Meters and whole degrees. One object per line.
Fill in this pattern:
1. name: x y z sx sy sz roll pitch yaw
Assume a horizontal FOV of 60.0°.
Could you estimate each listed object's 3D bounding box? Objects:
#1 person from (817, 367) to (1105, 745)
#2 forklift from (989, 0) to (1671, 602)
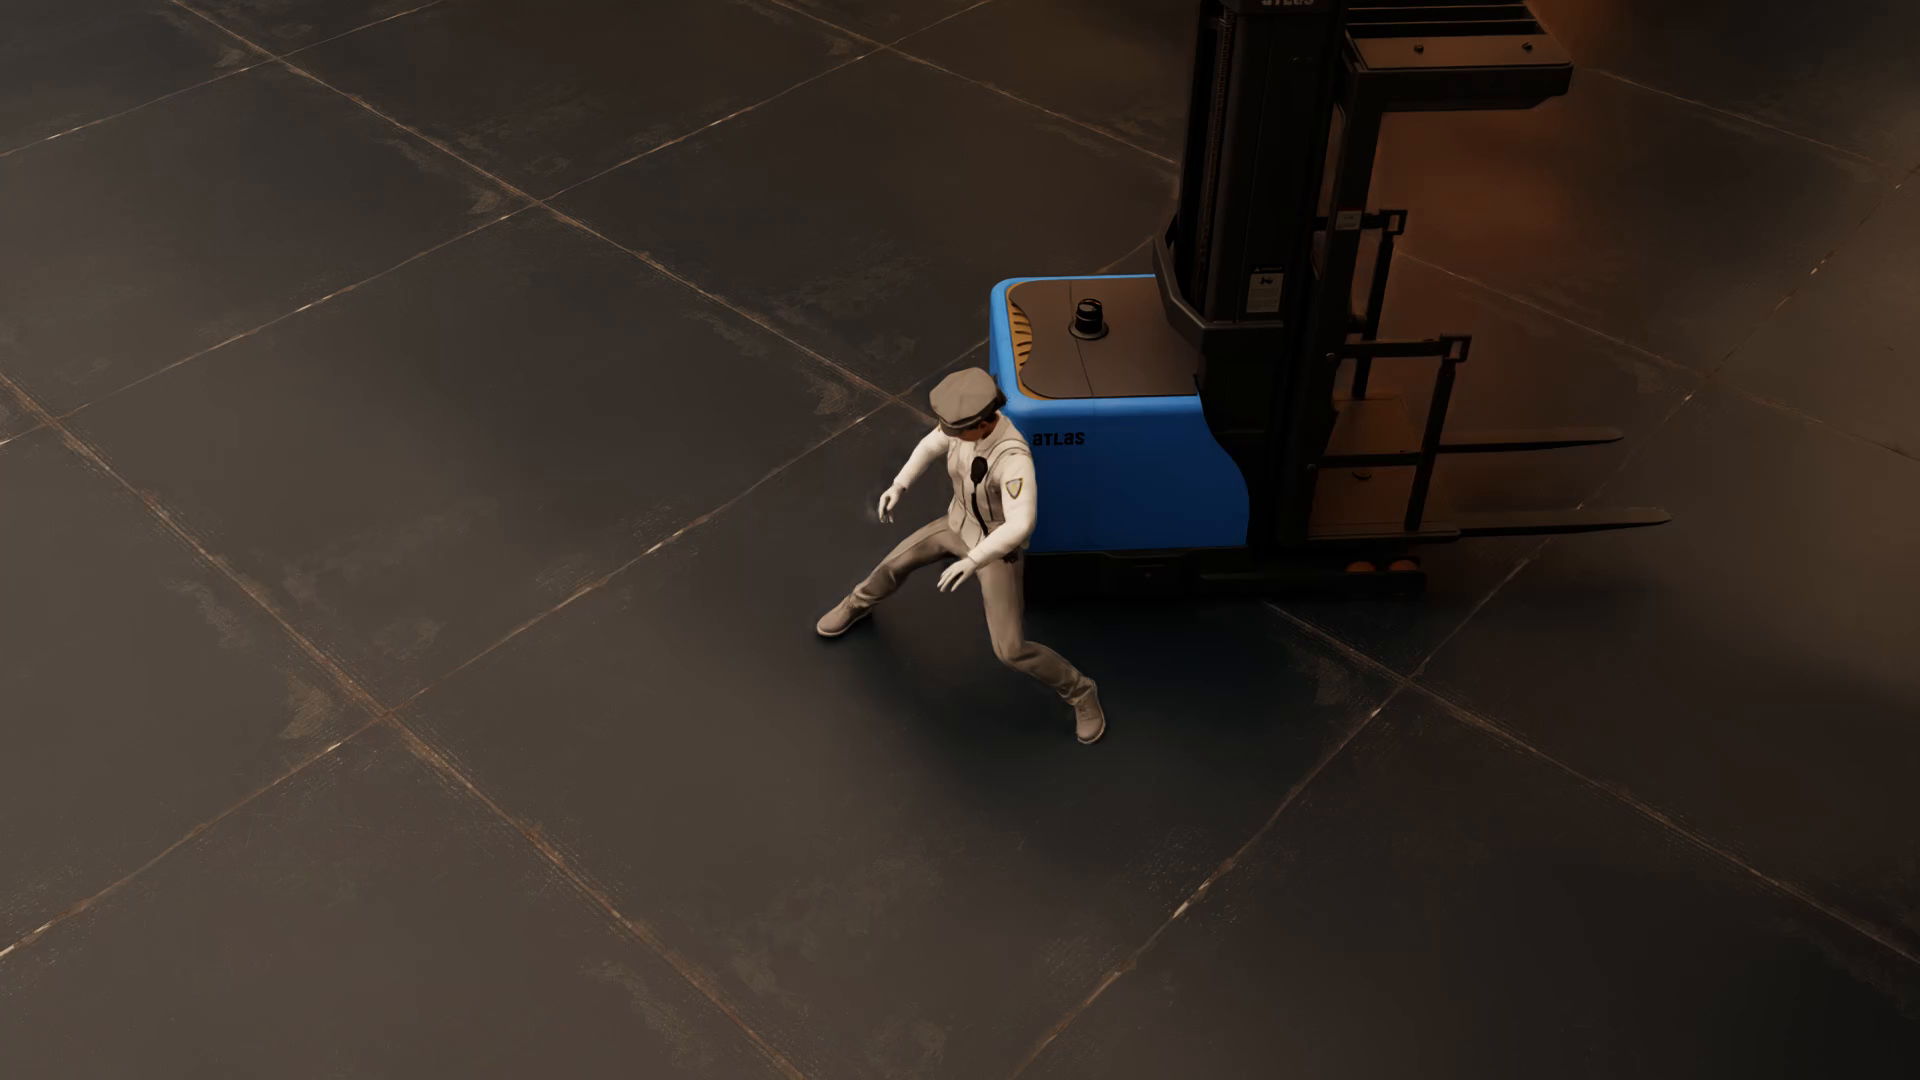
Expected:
1. person: -0.004 0.026 6.533 0.810 1.487 1.209 -21 45 -23
2. forklift: 1.657 -1.200 6.826 3.031 2.935 1.130 -2 41 -2
